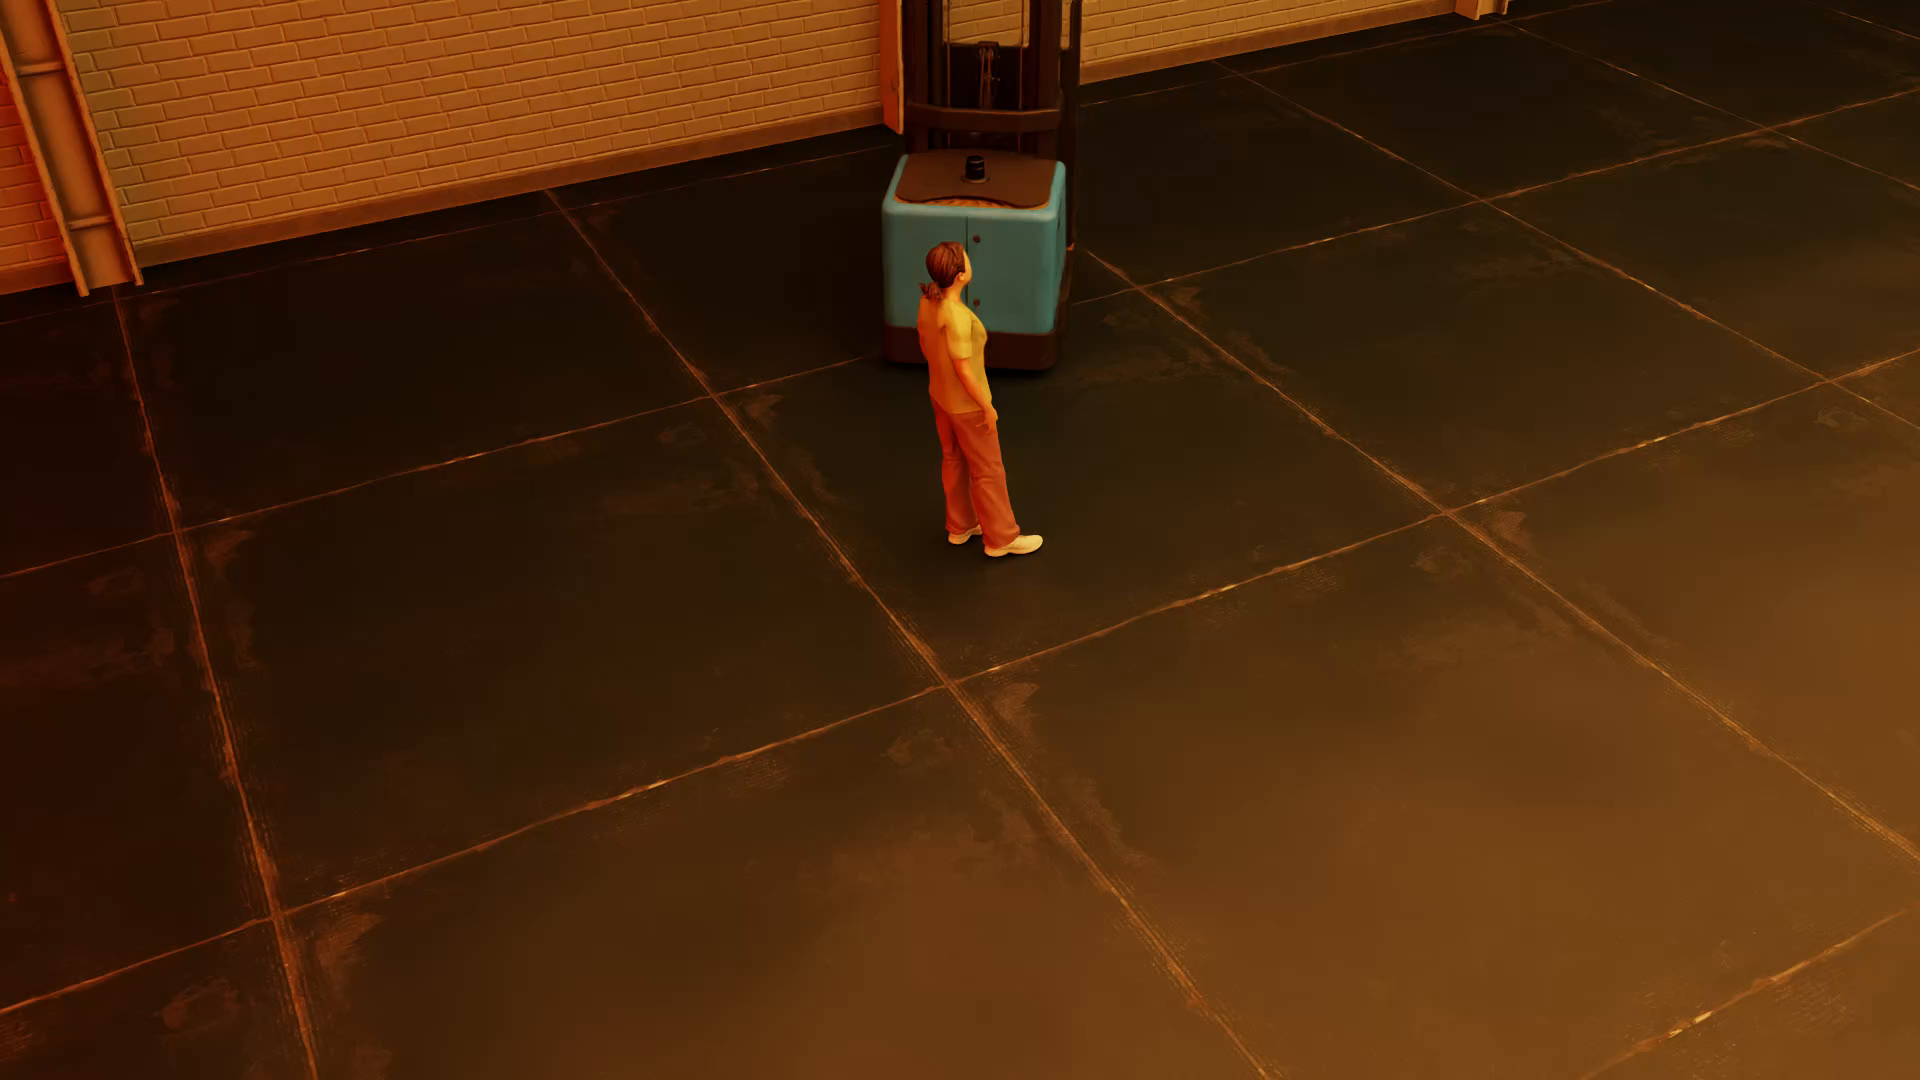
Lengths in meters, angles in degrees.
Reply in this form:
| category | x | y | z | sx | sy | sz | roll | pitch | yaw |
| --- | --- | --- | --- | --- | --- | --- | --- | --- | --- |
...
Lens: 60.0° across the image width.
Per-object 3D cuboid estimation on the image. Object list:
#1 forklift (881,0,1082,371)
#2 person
| category | x | y | z | sx | sy | sz | roll | pitch | yaw |
| --- | --- | --- | --- | --- | --- | --- | --- | --- | --- |
| forklift | 0.221 | -3.051 | 10.440 | 1.130 | 2.935 | 3.031 | 4 | 35 | 6 |
| person | 0.071 | -0.704 | 8.194 | 0.548 | 1.673 | 0.553 | -17 | 39 | -23 |
